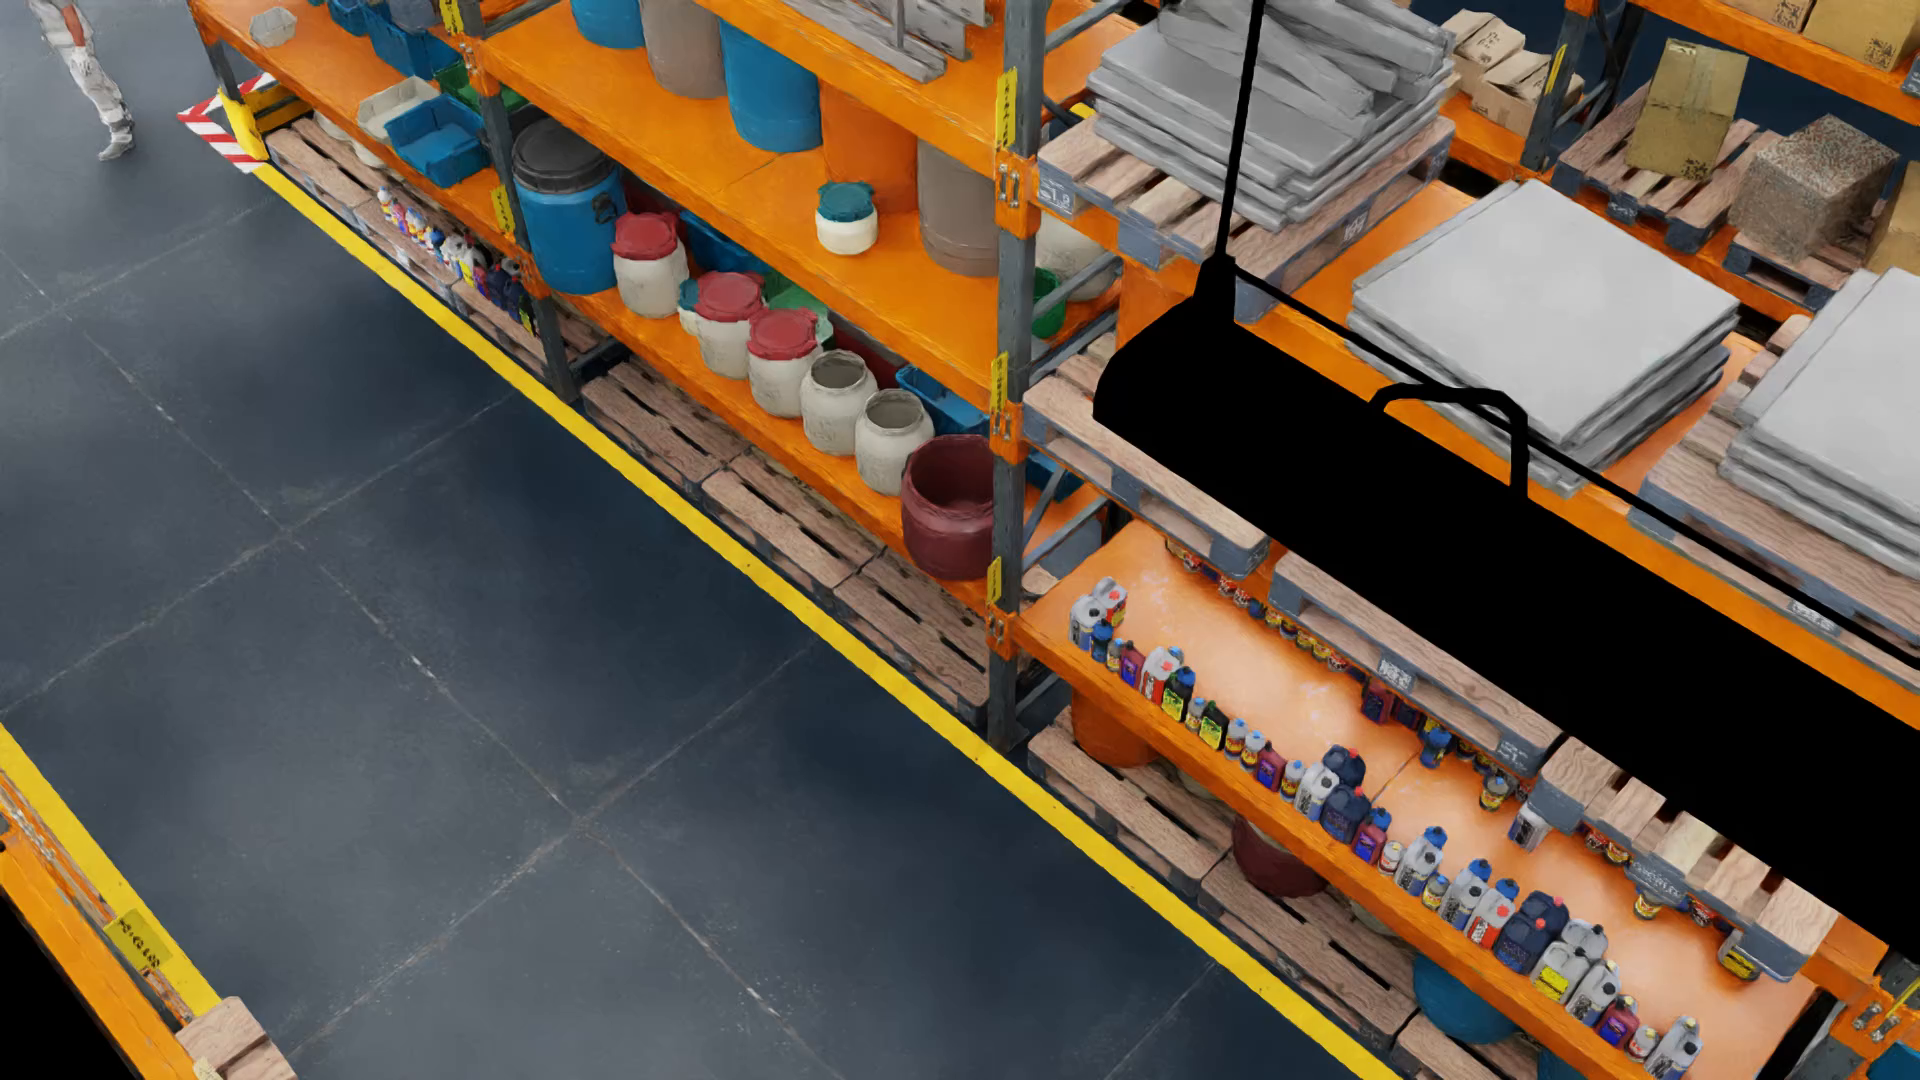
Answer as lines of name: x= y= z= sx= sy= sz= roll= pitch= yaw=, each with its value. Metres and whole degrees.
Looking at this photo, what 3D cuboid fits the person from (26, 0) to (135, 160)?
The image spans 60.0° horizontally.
person: x=-6.584 y=-3.701 z=12.298 sx=0.391 sy=1.793 sz=0.711 roll=-30 pitch=56 yaw=-22
